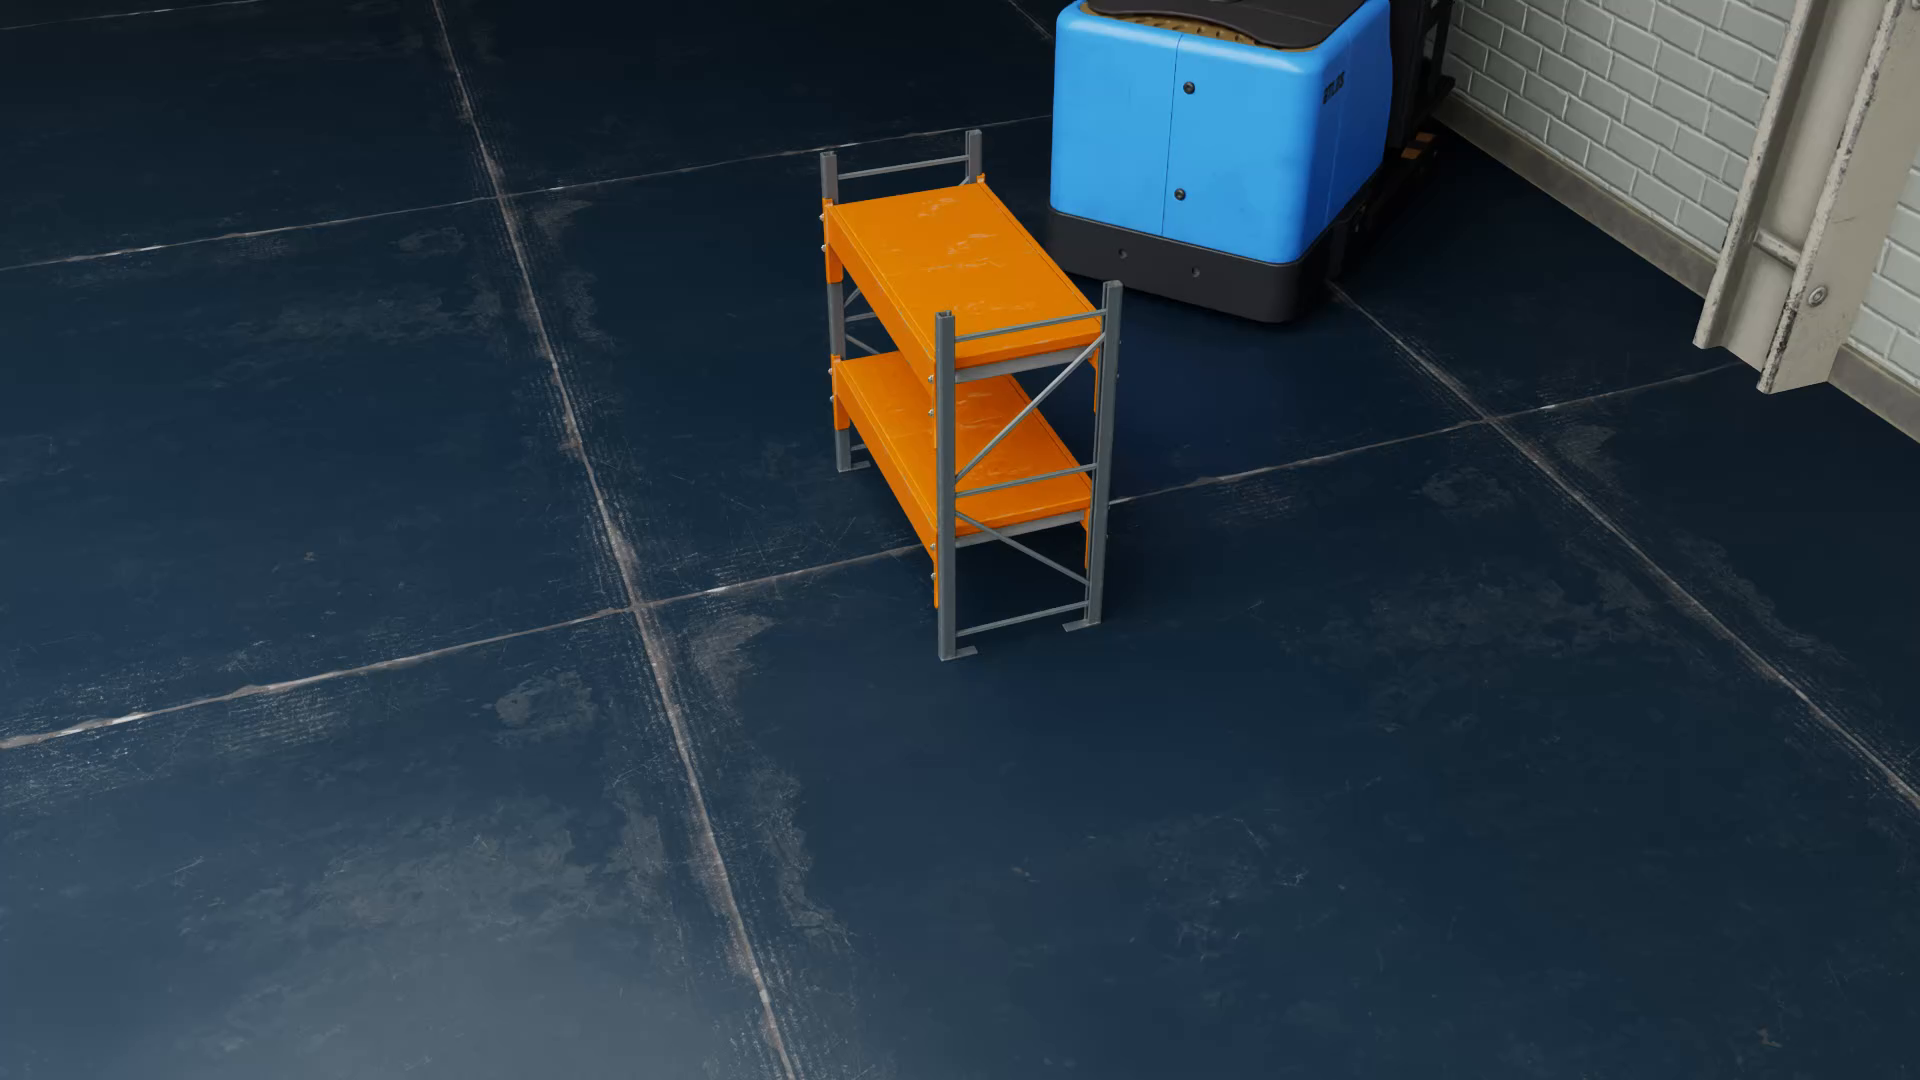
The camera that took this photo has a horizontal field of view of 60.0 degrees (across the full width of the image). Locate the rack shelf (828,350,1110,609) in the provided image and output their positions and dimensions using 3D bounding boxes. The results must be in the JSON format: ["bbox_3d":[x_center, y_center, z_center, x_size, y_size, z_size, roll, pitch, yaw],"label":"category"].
[{"bbox_3d":[0.002,-0.250,5.054,0.538,0.278,1.000,-12,39,-16],"label":"rack shelf"}]

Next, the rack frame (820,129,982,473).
[{"bbox_3d":[-0.173,-0.733,5.288,0.500,1.125,0.032,-12,39,-16],"label":"rack frame"}]

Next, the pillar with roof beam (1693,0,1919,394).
[{"bbox_3d":[-1.086,-3.366,2.240,9.100,9.000,0.400,-12,39,-16],"label":"pillar with roof beam"}]

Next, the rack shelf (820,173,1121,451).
[{"bbox_3d":[0.002,-0.679,4.730,0.538,0.278,1.000,-12,39,-16],"label":"rack shelf"}]

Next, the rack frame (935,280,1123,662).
[{"bbox_3d":[0.177,-0.158,4.525,0.500,1.125,0.032,-12,39,-16],"label":"rack frame"}]

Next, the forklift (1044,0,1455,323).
[{"bbox_3d":[1.497,-2.848,6.594,1.130,2.935,3.031,19,41,23],"label":"forklift"}]

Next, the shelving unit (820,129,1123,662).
[{"bbox_3d":[0.002,-0.445,4.907,0.538,1.125,1.048,-12,39,-16],"label":"shelving unit"}]
